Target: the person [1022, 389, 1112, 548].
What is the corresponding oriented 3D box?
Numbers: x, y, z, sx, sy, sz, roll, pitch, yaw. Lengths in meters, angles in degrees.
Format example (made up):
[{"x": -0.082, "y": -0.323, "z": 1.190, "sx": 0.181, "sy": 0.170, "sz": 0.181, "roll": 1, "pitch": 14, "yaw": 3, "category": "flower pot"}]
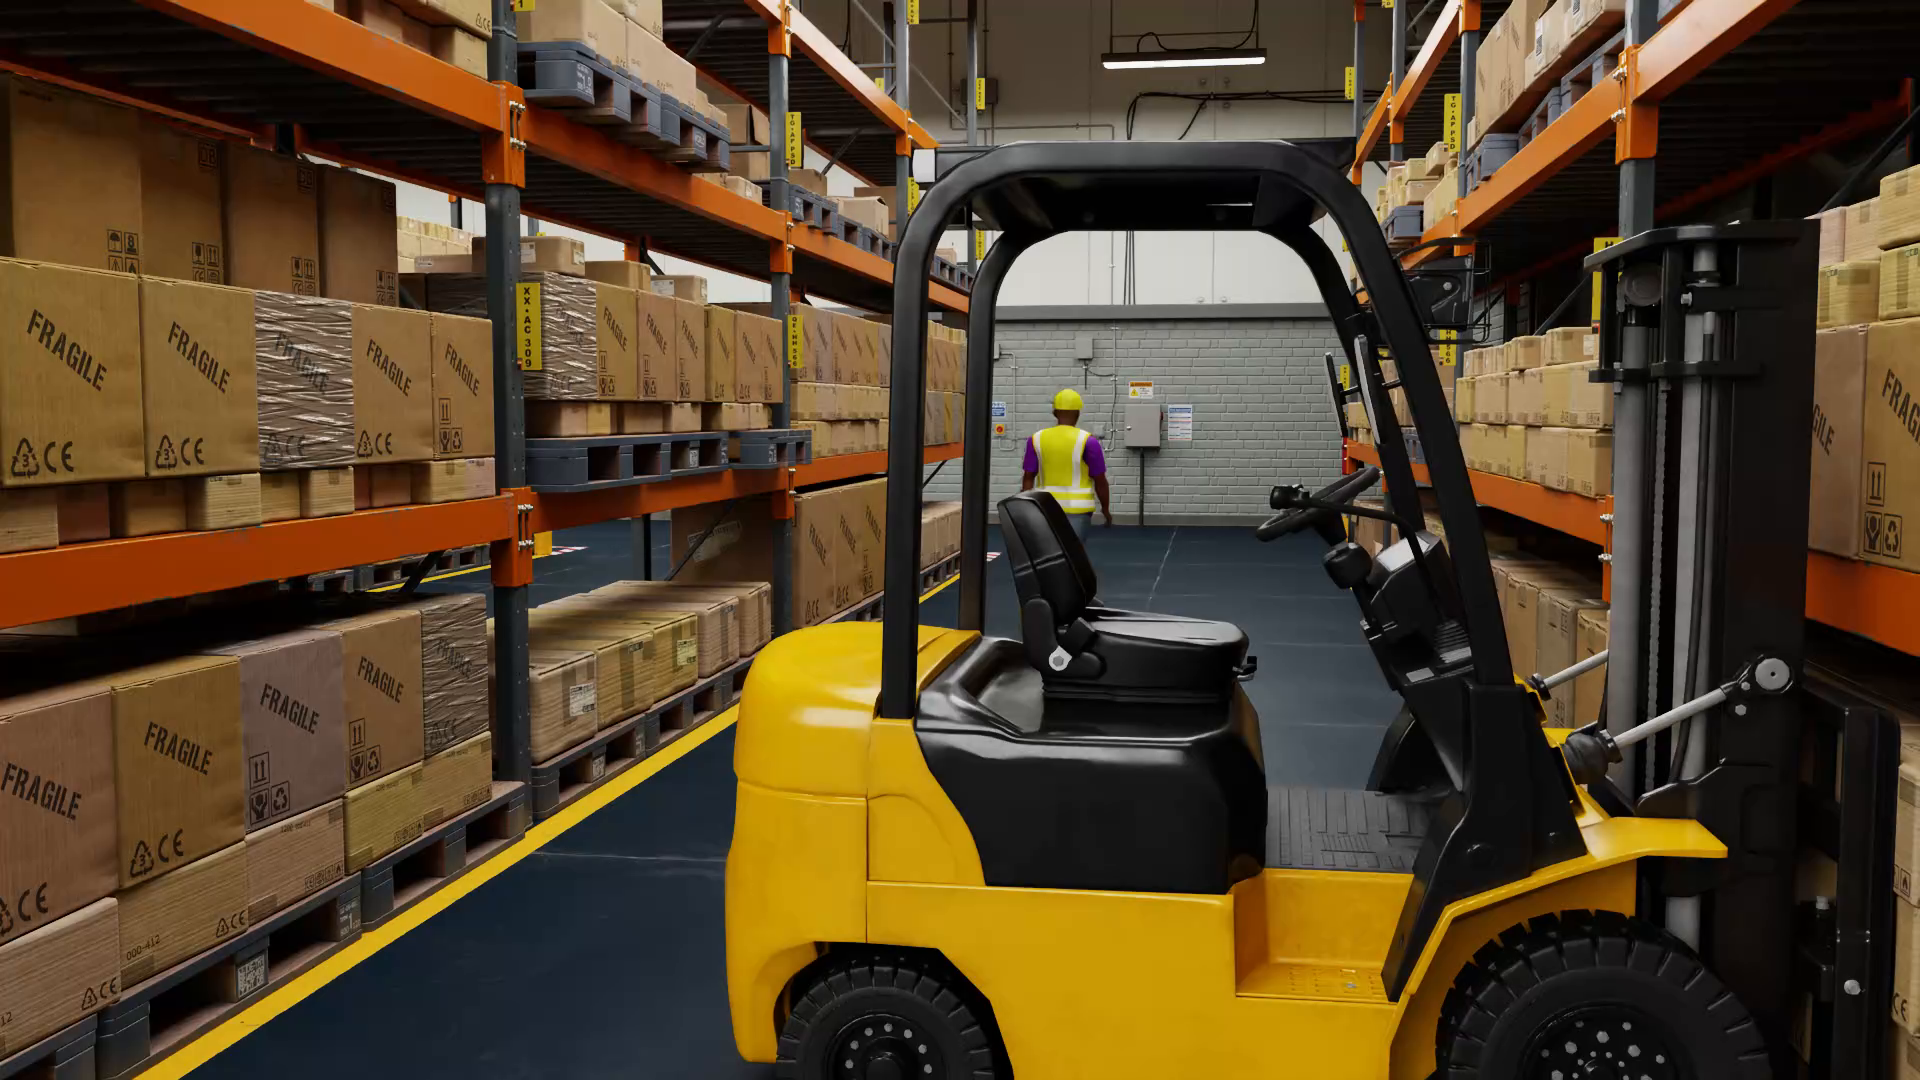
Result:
[{"x": 0.783, "y": -0.176, "z": 11.733, "sx": 0.584, "sy": 1.772, "sz": 0.856, "roll": 2, "pitch": 5, "yaw": 29, "category": "person"}]
